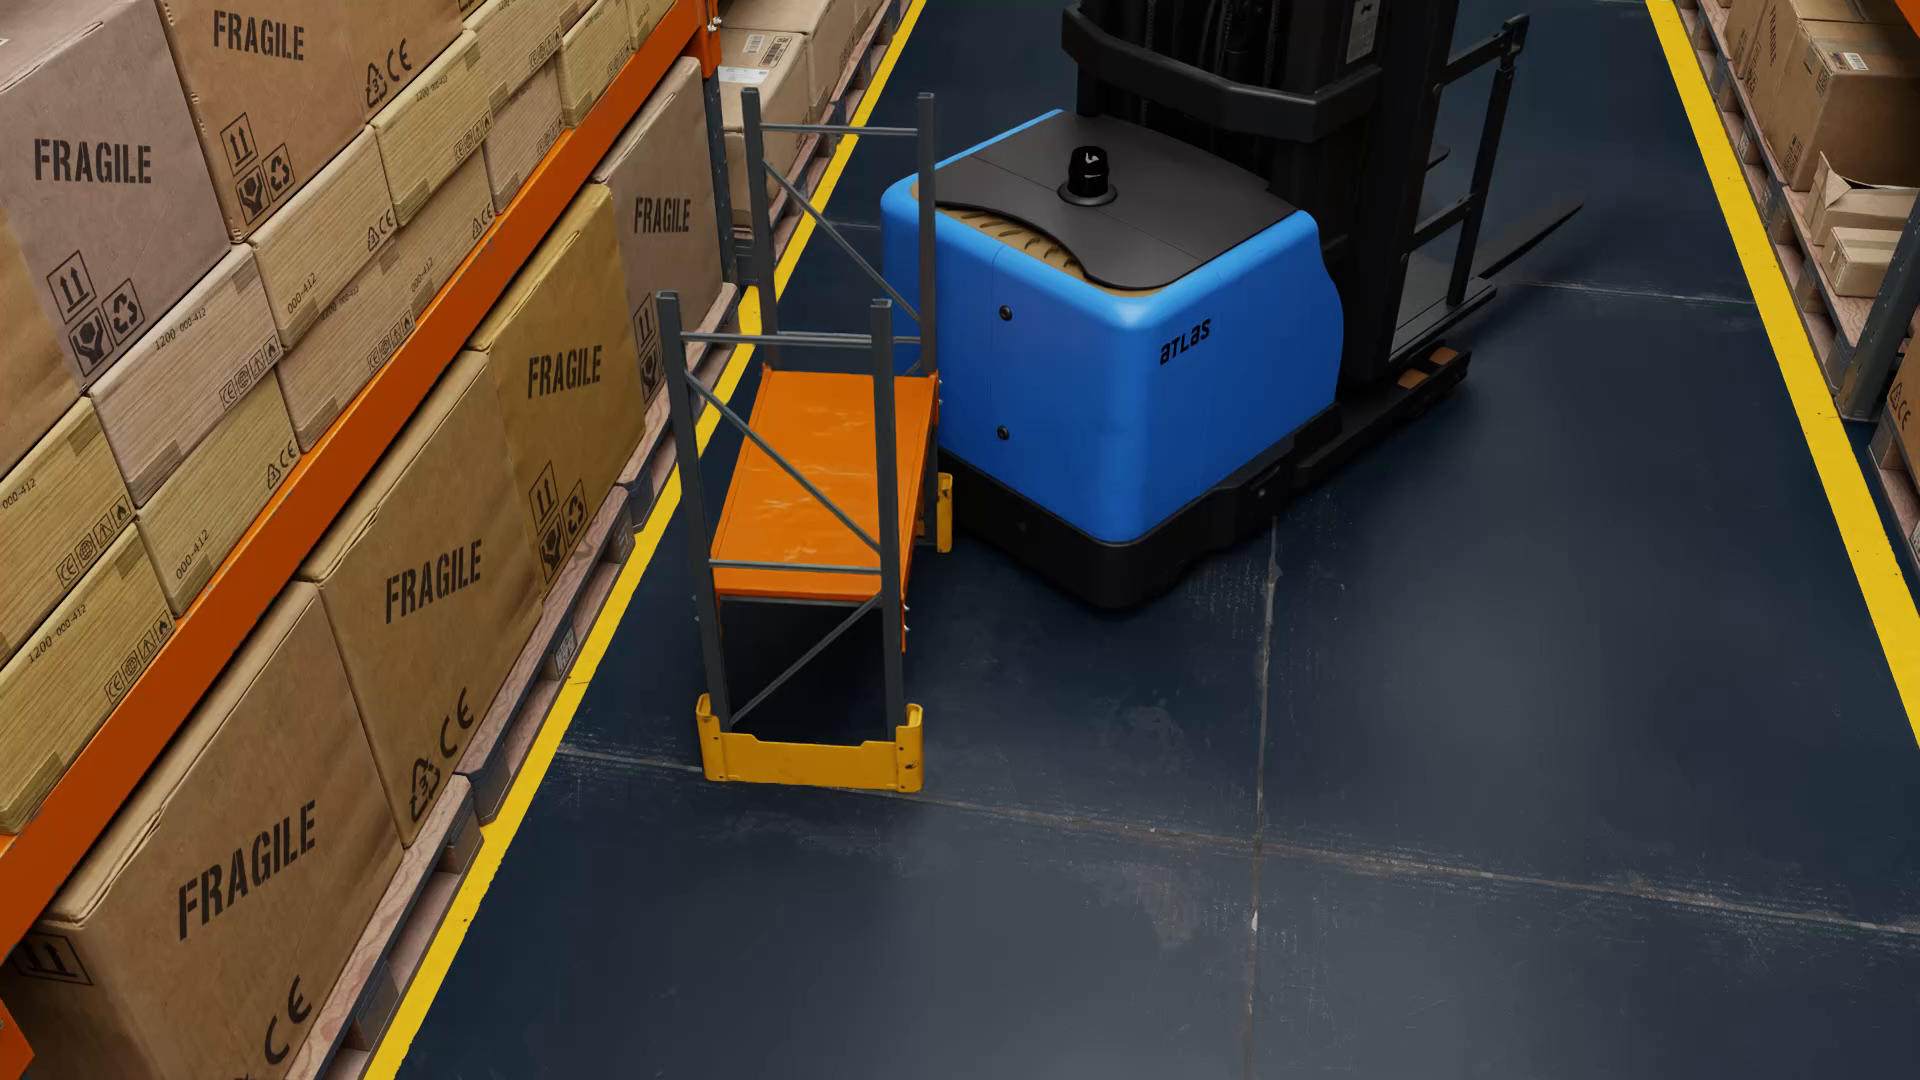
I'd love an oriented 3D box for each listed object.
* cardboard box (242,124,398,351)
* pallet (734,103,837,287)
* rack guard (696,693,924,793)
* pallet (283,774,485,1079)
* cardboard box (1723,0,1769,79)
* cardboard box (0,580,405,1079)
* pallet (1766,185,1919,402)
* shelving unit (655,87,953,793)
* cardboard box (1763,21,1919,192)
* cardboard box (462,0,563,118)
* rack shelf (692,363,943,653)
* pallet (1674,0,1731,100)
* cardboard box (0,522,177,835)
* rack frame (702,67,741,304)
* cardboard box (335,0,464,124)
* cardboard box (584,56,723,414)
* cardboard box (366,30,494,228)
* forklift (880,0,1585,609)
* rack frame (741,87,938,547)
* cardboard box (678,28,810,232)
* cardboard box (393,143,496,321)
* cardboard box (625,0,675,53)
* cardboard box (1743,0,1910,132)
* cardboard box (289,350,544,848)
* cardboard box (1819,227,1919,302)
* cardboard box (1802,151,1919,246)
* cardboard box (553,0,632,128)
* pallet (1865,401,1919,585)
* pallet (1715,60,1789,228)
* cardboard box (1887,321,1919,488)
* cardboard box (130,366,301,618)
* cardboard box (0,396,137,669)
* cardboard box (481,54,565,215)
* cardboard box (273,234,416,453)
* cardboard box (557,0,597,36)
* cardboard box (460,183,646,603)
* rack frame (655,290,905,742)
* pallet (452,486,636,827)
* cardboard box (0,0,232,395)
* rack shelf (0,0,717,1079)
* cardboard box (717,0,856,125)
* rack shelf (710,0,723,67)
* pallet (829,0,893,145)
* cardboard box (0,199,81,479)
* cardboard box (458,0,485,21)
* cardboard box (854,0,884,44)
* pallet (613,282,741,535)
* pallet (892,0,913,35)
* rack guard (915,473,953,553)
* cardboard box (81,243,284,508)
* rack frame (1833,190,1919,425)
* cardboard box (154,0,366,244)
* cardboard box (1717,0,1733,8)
[{"bbox_3d":[-1.515,-0.645,3.402,0.500,0.250,0.500,6,40,8],"label":"cardboard box"},{"bbox_3d":[-1.134,-1.488,6.884,1.003,0.211,1.213,6,40,8],"label":"pallet"},{"bbox_3d":[-0.392,0.537,4.404,0.587,0.250,0.087,3,40,3],"label":"rack guard"},{"bbox_3d":[-1.824,1.004,3.870,1.003,0.211,1.213,6,40,8],"label":"pallet"},{"bbox_3d":[3.854,-2.353,7.374,0.700,0.500,0.500,8,40,9],"label":"cardboard box"},{"bbox_3d":[-1.833,0.649,3.449,0.875,0.875,0.875,6,40,7],"label":"cardboard box"},{"bbox_3d":[3.667,-0.905,6.180,1.003,0.211,1.213,6,40,8],"label":"pallet"},{"bbox_3d":[-0.355,-0.261,4.388,0.587,1.500,1.083,3,40,3],"label":"shelving unit"},{"bbox_3d":[3.674,-1.701,6.586,0.700,0.500,0.500,5,40,6],"label":"cardboard box"},{"bbox_3d":[-1.342,-1.285,4.176,0.500,0.250,0.500,7,40,9],"label":"cardboard box"},{"bbox_3d":[-0.355,-0.116,4.496,0.538,0.185,1.000,3,40,3],"label":"rack shelf"},{"bbox_3d":[4.089,-2.437,8.032,1.003,0.211,1.213,6,40,8],"label":"pallet"},{"bbox_3d":[-1.702,0.194,2.779,0.500,0.250,0.500,6,40,7],"label":"cardboard box"},{"bbox_3d":[-1.342,-2.094,5.429,1.000,3.000,0.127,6,40,8],"label":"rack frame"},{"bbox_3d":[-1.436,-1.242,3.535,0.500,0.500,0.500,7,40,8],"label":"cardboard box"},{"bbox_3d":[-1.371,-1.039,5.491,0.875,0.875,0.875,8,40,9],"label":"cardboard box"},{"bbox_3d":[-1.414,-0.962,3.785,0.500,0.250,0.500,7,40,8],"label":"cardboard box"},{"bbox_3d":[1.148,-1.763,5.082,1.130,2.935,3.031,32,49,33],"label":"forklift"},{"bbox_3d":[-0.317,-0.578,4.772,0.500,1.500,0.032,3,40,3],"label":"rack frame"},{"bbox_3d":[-1.128,-1.651,6.574,0.875,0.438,0.875,6,40,7],"label":"cardboard box"},{"bbox_3d":[-1.452,-0.769,3.943,0.500,0.250,0.500,6,40,8],"label":"cardboard box"},{"bbox_3d":[-1.172,-1.727,5.103,0.500,0.250,0.500,5,40,7],"label":"cardboard box"},{"bbox_3d":[3.664,-2.032,6.986,0.500,0.500,0.500,7,40,8],"label":"cardboard box"},{"bbox_3d":[-1.675,0.089,4.126,0.875,0.875,0.875,7,40,8],"label":"cardboard box"},{"bbox_3d":[3.354,-0.995,6.007,0.380,0.149,0.250,5,40,6],"label":"cardboard box"},{"bbox_3d":[3.416,-1.264,6.240,0.396,0.266,0.258,8,40,9],"label":"cardboard box"},{"bbox_3d":[-1.261,-1.408,4.716,0.500,0.250,0.500,6,40,7],"label":"cardboard box"},{"bbox_3d":[3.444,0.040,5.036,1.003,0.211,1.213,6,40,8],"label":"pallet"},{"bbox_3d":[3.876,-1.673,7.109,1.003,0.211,1.213,6,40,8],"label":"pallet"},{"bbox_3d":[3.242,-0.469,5.095,0.500,0.500,0.500,8,40,10],"label":"cardboard box"},{"bbox_3d":[-1.630,-0.130,3.171,0.500,0.250,0.500,5,40,6],"label":"cardboard box"},{"bbox_3d":[-1.703,-0.010,2.633,0.500,0.250,0.500,6,40,7],"label":"cardboard box"},{"bbox_3d":[-1.367,-1.093,4.336,0.500,0.250,0.500,5,40,6],"label":"cardboard box"},{"bbox_3d":[-1.534,-0.458,3.568,0.500,0.250,0.500,8,40,9],"label":"cardboard box"},{"bbox_3d":[-1.258,-1.611,4.570,0.500,0.250,0.500,7,40,9],"label":"cardboard box"},{"bbox_3d":[-1.519,-0.472,4.804,0.875,0.875,0.875,7,40,9],"label":"cardboard box"},{"bbox_3d":[-0.394,0.068,3.991,0.500,1.500,0.032,3,40,3],"label":"rack frame"},{"bbox_3d":[-1.610,0.241,4.793,1.003,0.211,1.213,6,40,8],"label":"pallet"},{"bbox_3d":[-1.632,-0.603,2.762,0.500,0.500,0.500,7,40,8],"label":"cardboard box"},{"bbox_3d":[-1.688,-0.562,4.140,1.077,0.370,4.000,6,40,8],"label":"rack shelf"},{"bbox_3d":[-0.974,-2.213,7.254,0.875,0.438,0.875,5,40,6],"label":"cardboard box"},{"bbox_3d":[-0.996,-3.072,7.176,1.077,0.370,4.000,6,40,8],"label":"rack shelf"},{"bbox_3d":[-0.925,-2.256,7.813,1.003,0.211,1.213,6,40,8],"label":"pallet"},{"bbox_3d":[-1.708,-0.290,2.384,0.500,0.500,0.500,5,40,6],"label":"cardboard box"},{"bbox_3d":[-1.362,-1.569,3.930,0.500,0.500,0.500,8,40,9],"label":"cardboard box"},{"bbox_3d":[-0.816,-2.779,7.938,0.875,0.438,0.875,7,40,9],"label":"cardboard box"},{"bbox_3d":[-1.402,-0.527,5.722,1.003,0.211,1.213,6,40,8],"label":"pallet"},{"bbox_3d":[-0.711,-3.020,8.737,1.003,0.211,1.213,6,40,8],"label":"pallet"},{"bbox_3d":[-0.317,-0.095,5.169,0.587,0.250,0.087,3,40,3],"label":"rack guard"},{"bbox_3d":[-1.613,-0.334,3.025,0.500,0.250,0.500,7,40,9],"label":"cardboard box"},{"bbox_3d":[3.547,-1.549,4.770,1.000,3.000,0.127,6,40,8],"label":"rack frame"},{"bbox_3d":[-1.527,-0.926,3.153,0.500,0.500,0.500,7,40,9],"label":"cardboard box"},{"bbox_3d":[4.040,-2.886,8.016,0.797,0.503,0.637,5,40,6],"label":"cardboard box"}]
